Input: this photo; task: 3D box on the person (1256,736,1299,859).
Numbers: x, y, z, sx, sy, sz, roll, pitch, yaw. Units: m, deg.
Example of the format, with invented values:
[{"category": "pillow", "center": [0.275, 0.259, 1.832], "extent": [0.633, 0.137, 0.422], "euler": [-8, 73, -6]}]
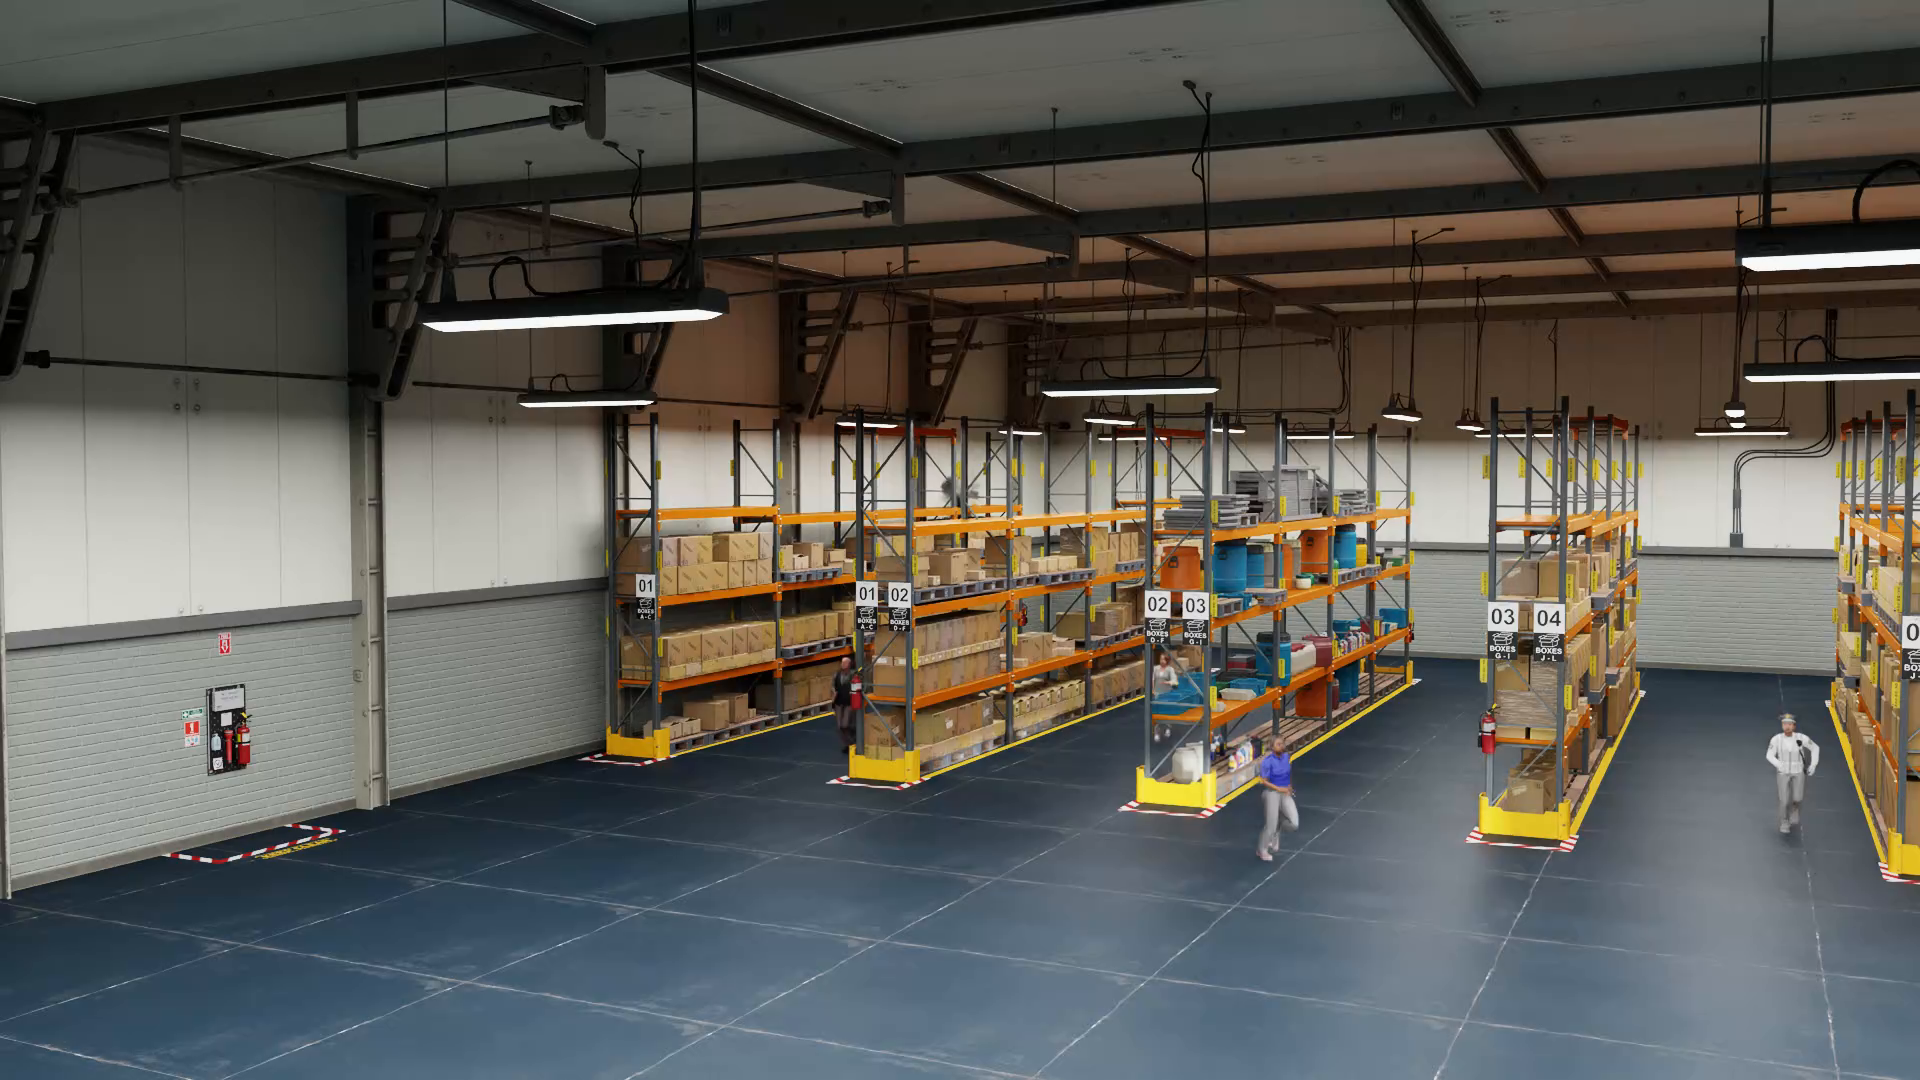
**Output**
[{"category": "person", "center": [4.092, 3.300, 21.262], "extent": [0.600, 1.610, 0.698], "euler": [-1, 3, -27]}]

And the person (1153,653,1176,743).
[{"category": "person", "center": [3.745, 2.921, 30.692], "extent": [0.510, 1.622, 0.724], "euler": [1, 2, 15]}]

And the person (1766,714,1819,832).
[{"category": "person", "center": [11.435, 3.218, 22.857], "extent": [0.637, 1.652, 0.679], "euler": [1, 3, 29]}]

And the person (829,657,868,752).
[{"category": "person", "center": [-2.027, 2.919, 29.358], "extent": [0.645, 1.681, 0.592], "euler": [1, 3, 21]}]
